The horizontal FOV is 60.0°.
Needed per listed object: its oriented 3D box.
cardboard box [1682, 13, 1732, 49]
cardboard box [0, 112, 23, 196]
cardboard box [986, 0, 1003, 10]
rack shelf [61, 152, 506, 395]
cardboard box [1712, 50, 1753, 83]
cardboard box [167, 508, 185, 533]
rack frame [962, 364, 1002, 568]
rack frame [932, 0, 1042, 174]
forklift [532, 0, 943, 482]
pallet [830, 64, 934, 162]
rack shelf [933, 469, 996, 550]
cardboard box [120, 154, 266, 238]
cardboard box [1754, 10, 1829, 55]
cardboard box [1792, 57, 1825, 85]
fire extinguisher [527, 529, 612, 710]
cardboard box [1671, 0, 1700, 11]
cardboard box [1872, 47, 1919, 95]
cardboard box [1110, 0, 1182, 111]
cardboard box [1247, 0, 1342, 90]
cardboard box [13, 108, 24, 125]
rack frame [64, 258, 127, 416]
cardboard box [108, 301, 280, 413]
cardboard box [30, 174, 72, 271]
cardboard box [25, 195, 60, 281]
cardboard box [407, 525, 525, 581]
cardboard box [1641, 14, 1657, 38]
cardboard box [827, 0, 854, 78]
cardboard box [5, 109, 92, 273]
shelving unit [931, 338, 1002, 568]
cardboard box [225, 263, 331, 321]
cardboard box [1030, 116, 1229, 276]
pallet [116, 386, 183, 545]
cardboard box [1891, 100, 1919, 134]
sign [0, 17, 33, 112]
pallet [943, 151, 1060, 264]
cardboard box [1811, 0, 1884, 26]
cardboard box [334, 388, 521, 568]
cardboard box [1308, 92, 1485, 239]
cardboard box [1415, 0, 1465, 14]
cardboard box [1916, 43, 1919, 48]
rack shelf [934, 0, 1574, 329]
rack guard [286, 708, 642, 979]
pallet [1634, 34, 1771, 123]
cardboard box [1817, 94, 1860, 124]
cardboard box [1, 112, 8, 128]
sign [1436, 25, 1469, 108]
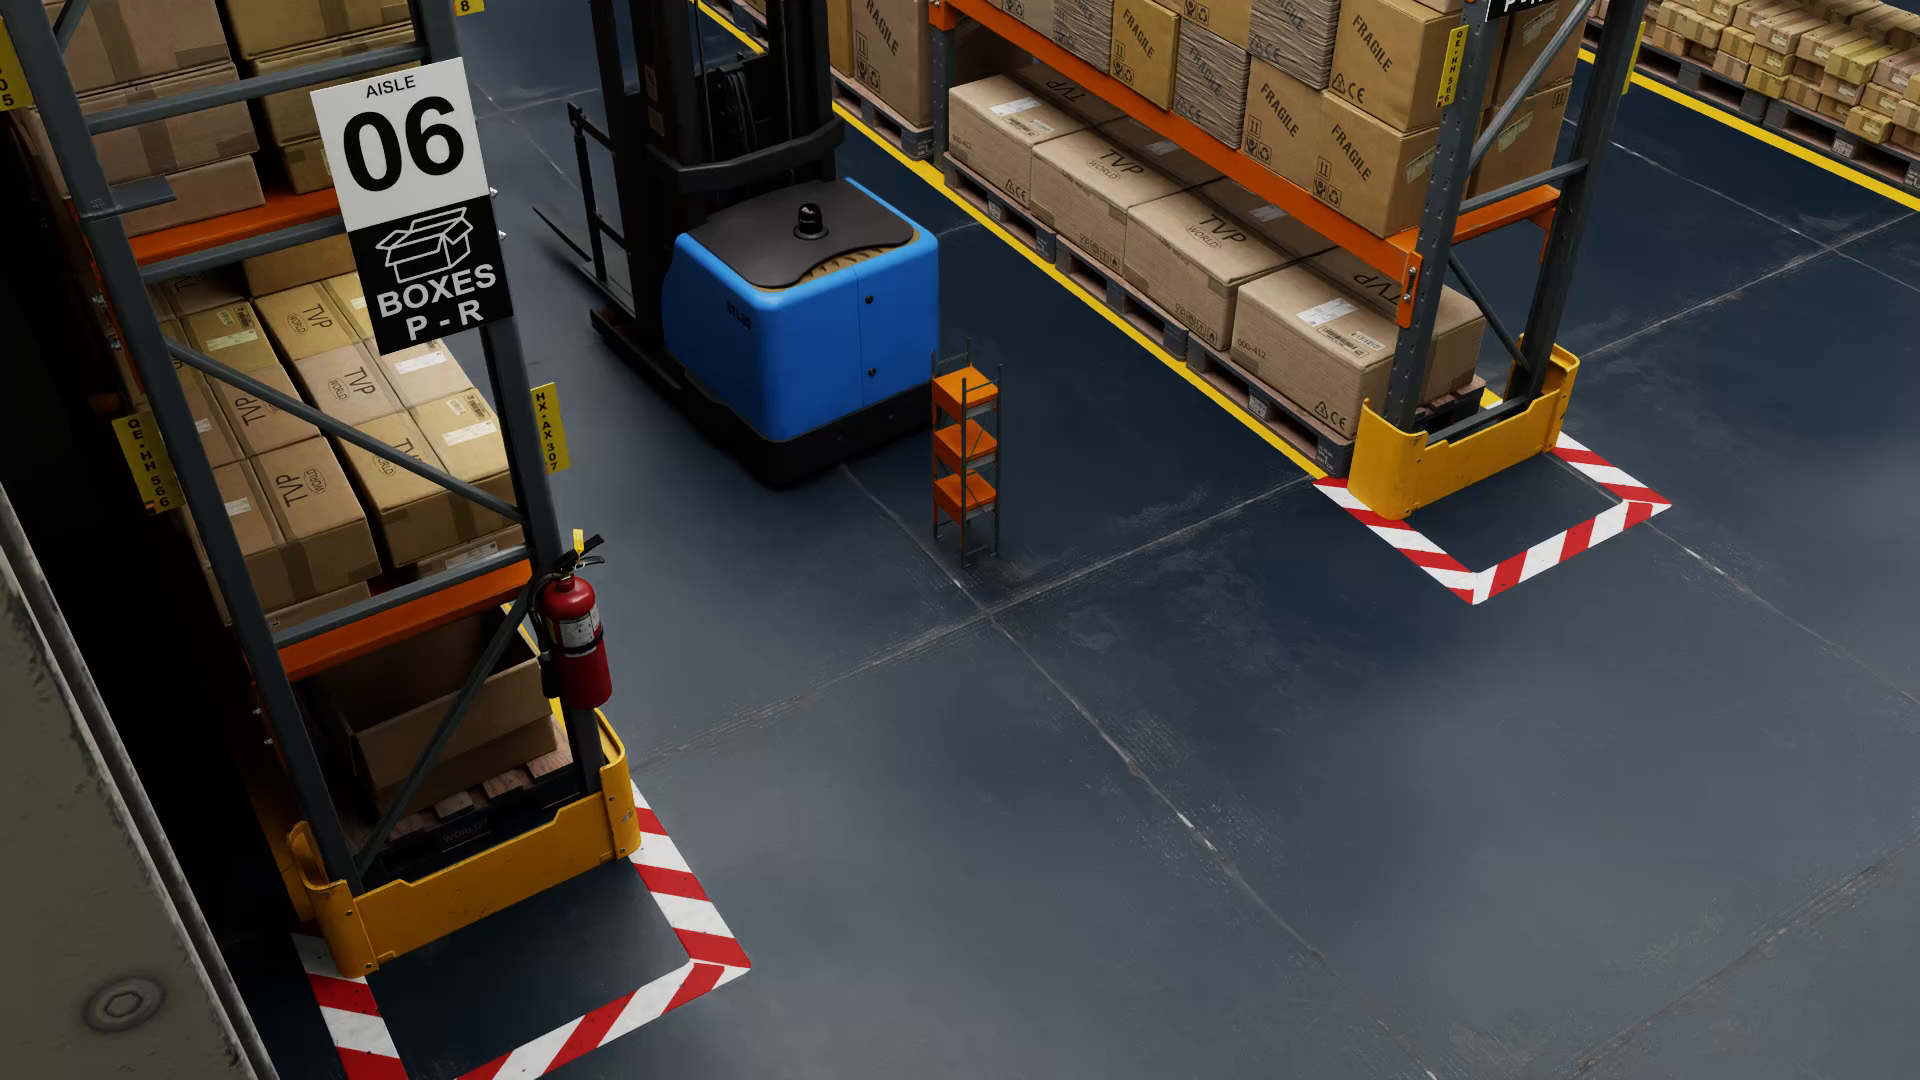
[{"bbox_3d":[5.166,-3.499,11.333,0.380,0.149,0.250,-22,44,-24],"label":"cardboard box"},{"bbox_3d":[-5.528,-2.462,10.047,0.500,0.500,0.500,-20,44,-22],"label":"cardboard box"},{"bbox_3d":[0.316,-3.389,9.456,0.500,0.500,0.500,-21,44,-23],"label":"cardboard box"},{"bbox_3d":[-2.823,-1.780,5.822,1.077,0.370,4.000,-22,45,-24],"label":"rack shelf"},{"bbox_3d":[5.339,-3.247,11.263,0.380,0.149,0.250,-21,44,-24],"label":"cardboard box"},{"bbox_3d":[-2.637,-0.208,5.913,0.380,0.149,0.250,-22,45,-24],"label":"cardboard box"},{"bbox_3d":[0.094,-0.309,7.361,0.200,1.050,0.008,-22,45,-24],"label":"rack frame"},{"bbox_3d":[0.284,-3.694,9.900,1.000,3.000,0.127,-22,45,-24],"label":"rack frame"},{"bbox_3d":[-1.367,-2.303,8.285,1.130,2.935,3.031,-25,46,-27],"label":"forklift"},{"bbox_3d":[-0.194,-3.013,11.261,1.003,0.211,1.213,-22,45,-24],"label":"pallet"},{"bbox_3d":[0.029,-0.153,7.624,0.215,0.259,0.240,-22,45,-24],"label":"rack shelf"},{"bbox_3d":[-2.115,-0.973,4.488,0.380,0.149,0.250,-21,44,-23],"label":"cardboard box"},{"bbox_3d":[5.446,-3.325,10.892,0.380,0.149,0.250,-21,44,-23],"label":"cardboard box"},{"bbox_3d":[5.691,-3.120,10.879,0.380,0.149,0.250,-23,45,-25],"label":"cardboard box"},{"bbox_3d":[-1.279,0.269,5.496,0.296,0.674,0.183,-22,45,-24],"label":"fire extinguisher"},{"bbox_3d":[5.133,-3.784,11.442,0.380,0.149,0.250,-24,45,-26],"label":"cardboard box"},{"bbox_3d":[5.969,-2.942,10.432,0.380,0.149,0.250,-21,44,-24],"label":"cardboard box"},{"bbox_3d":[1.122,-2.567,8.470,0.500,0.500,0.500,-21,44,-23],"label":"cardboard box"},{"bbox_3d":[1.669,-2.407,7.497,0.500,0.500,0.500,-22,45,-24],"label":"cardboard box"},{"bbox_3d":[-2.502,-1.452,4.751,0.500,0.250,0.500,-22,44,-24],"label":"cardboard box"},{"bbox_3d":[-3.899,-1.983,7.847,1.000,3.000,0.127,-22,45,-24],"label":"rack frame"},{"bbox_3d":[-2.758,-0.585,6.055,0.500,0.250,0.500,-21,44,-23],"label":"cardboard box"},{"bbox_3d":[-3.585,-1.411,7.046,0.500,0.250,0.500,-23,45,-25],"label":"cardboard box"},{"bbox_3d":[-4.672,-1.618,9.034,0.500,0.500,0.500,-24,45,-26],"label":"cardboard box"},{"bbox_3d":[-1.693,0.001,5.663,0.380,0.149,0.250,-23,45,-25],"label":"cardboard box"},{"bbox_3d":[5.002,-3.698,11.804,0.380,0.149,0.250,-24,45,-26],"label":"cardboard box"},{"bbox_3d":[-0.609,-3.831,11.396,0.875,0.875,0.875,-21,44,-23],"label":"cardboard box"},{"bbox_3d":[-3.322,-1.432,6.485,0.500,0.500,0.500,-23,45,-26],"label":"cardboard box"},{"bbox_3d":[0.029,-0.374,7.440,0.215,1.050,0.252,-22,45,-24],"label":"shelving unit"},{"bbox_3d":[-2.604,-1.032,6.590,0.500,0.250,0.500,-23,45,-25],"label":"cardboard box"},{"bbox_3d":[1.013,-2.012,9.555,0.875,0.438,0.875,-24,45,-26],"label":"cardboard box"},{"bbox_3d":[-3.530,-0.541,8.295,1.003,0.211,1.213,-22,45,-24],"label":"pallet"},{"bbox_3d":[6.030,-2.660,10.326,0.380,0.149,0.250,-23,45,-25],"label":"cardboard box"},{"bbox_3d":[-2.227,-1.136,3.796,0.100,0.325,0.005,-22,45,-24],"label":"sign"},{"bbox_3d":[0.627,-2.185,10.268,1.003,0.211,1.213,-22,45,-24],"label":"pallet"},{"bbox_3d":[5.938,-3.533,11.142,0.380,0.149,0.250,-20,44,-23],"label":"cardboard box"},{"bbox_3d":[-1.765,-0.218,5.614,0.500,0.250,0.500,-22,45,-24],"label":"cardboard box"},{"bbox_3d":[1.953,-1.742,7.480,0.500,0.500,0.500,-22,45,-24],"label":"cardboard box"},{"bbox_3d":[2.073,-2.331,6.899,0.380,0.149,0.250,-22,44,-24],"label":"cardboard box"},{"bbox_3d":[6.309,-3.095,10.616,0.380,0.149,0.250,-21,44,-24],"label":"cardboard box"},{"bbox_3d":[1.360,-2.338,8.835,1.077,0.370,4.000,-22,45,-24],"label":"rack shelf"},{"bbox_3d":[-1.789,1.095,6.106,1.175,0.500,0.348,-22,45,-24],"label":"rack guard"},{"bbox_3d":[5.455,-3.371,11.691,1.003,0.211,1.213,-22,45,-24],"label":"pallet"},{"bbox_3d":[5.802,-2.848,10.784,0.380,0.149,0.250,-22,45,-25],"label":"cardboard box"},{"bbox_3d":[-5.182,-2.364,9.422,0.380,0.149,0.250,-24,45,-26],"label":"cardboard box"},{"bbox_3d":[1.970,-1.891,6.647,0.100,0.325,0.005,-22,45,-24],"label":"sign"}]
